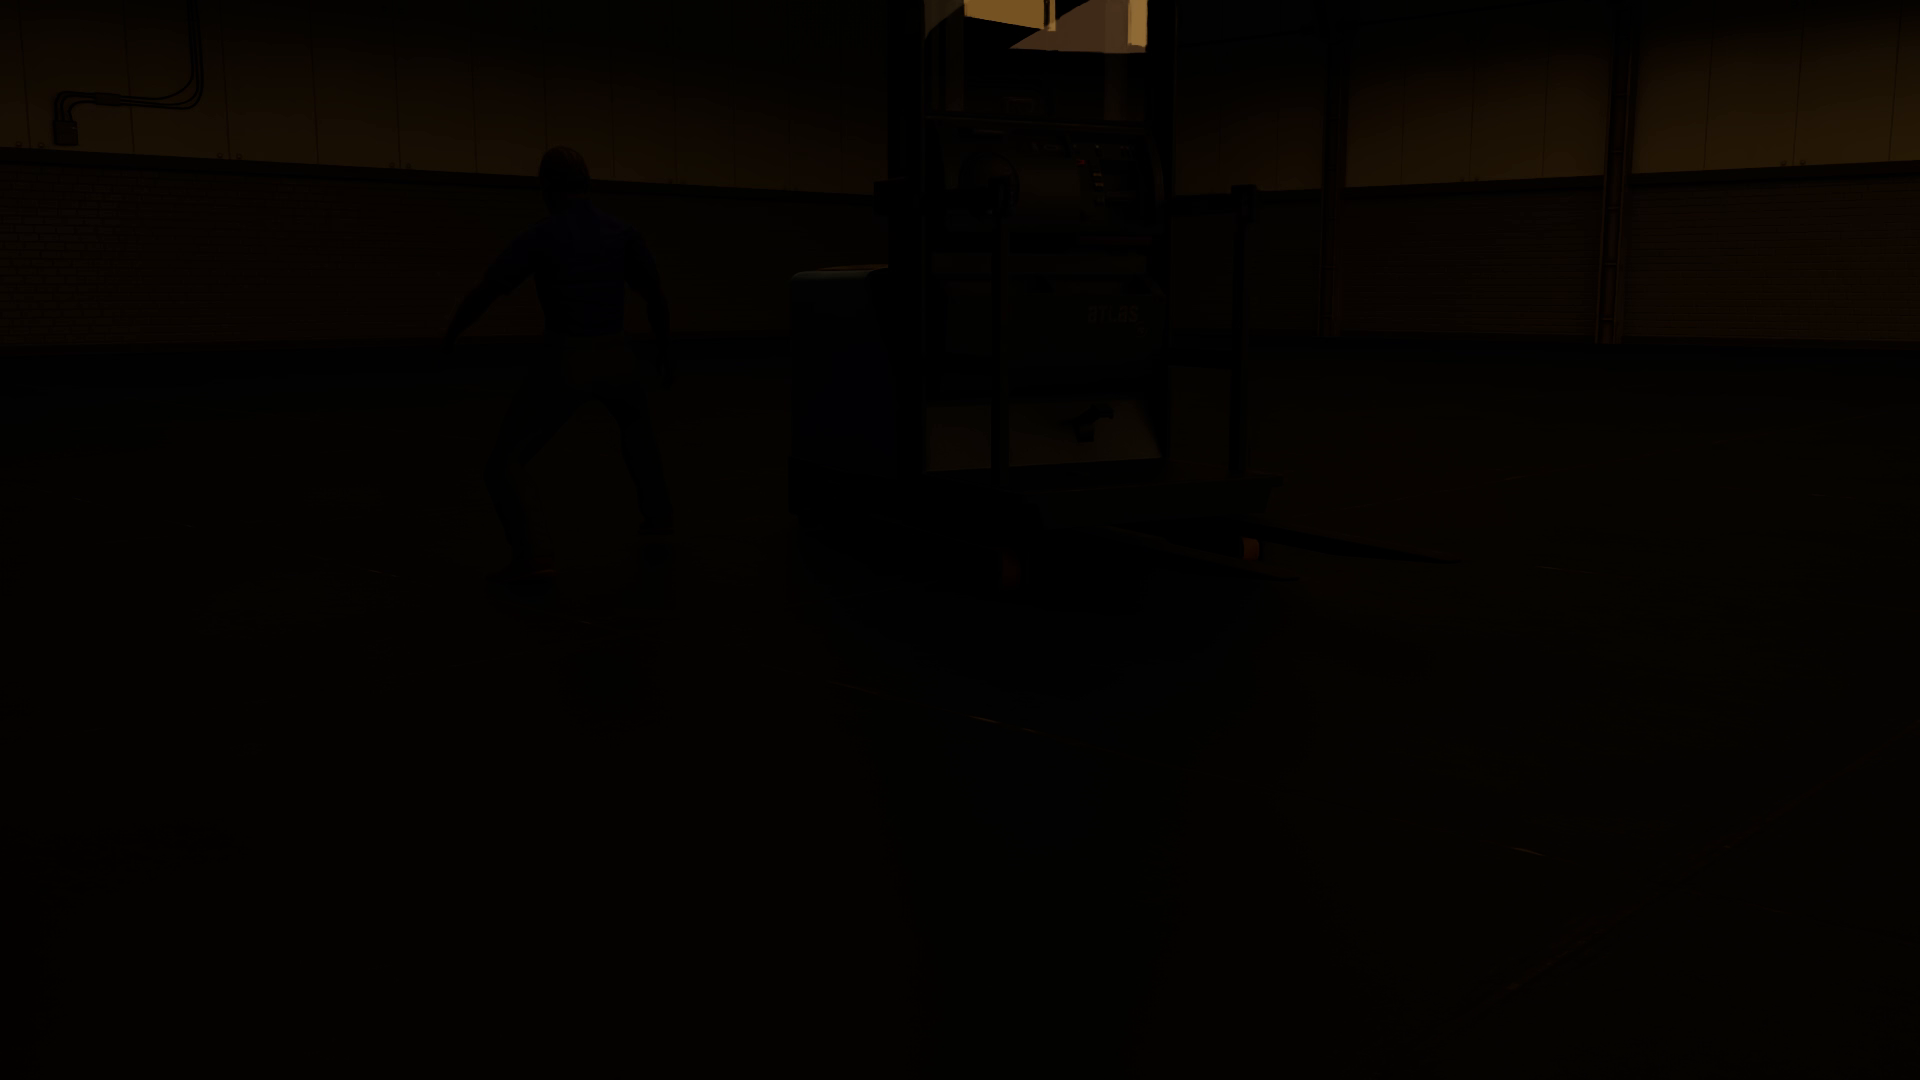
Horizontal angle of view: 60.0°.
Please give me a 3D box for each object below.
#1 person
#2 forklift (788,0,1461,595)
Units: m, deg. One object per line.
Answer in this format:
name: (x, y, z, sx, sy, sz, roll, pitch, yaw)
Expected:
person: (-1.406, -0.635, 5.981, 0.896, 1.532, 0.693, -5, 10, -29)
forklift: (0.434, -1.343, 5.795, 1.130, 2.935, 3.031, -5, 10, -29)
